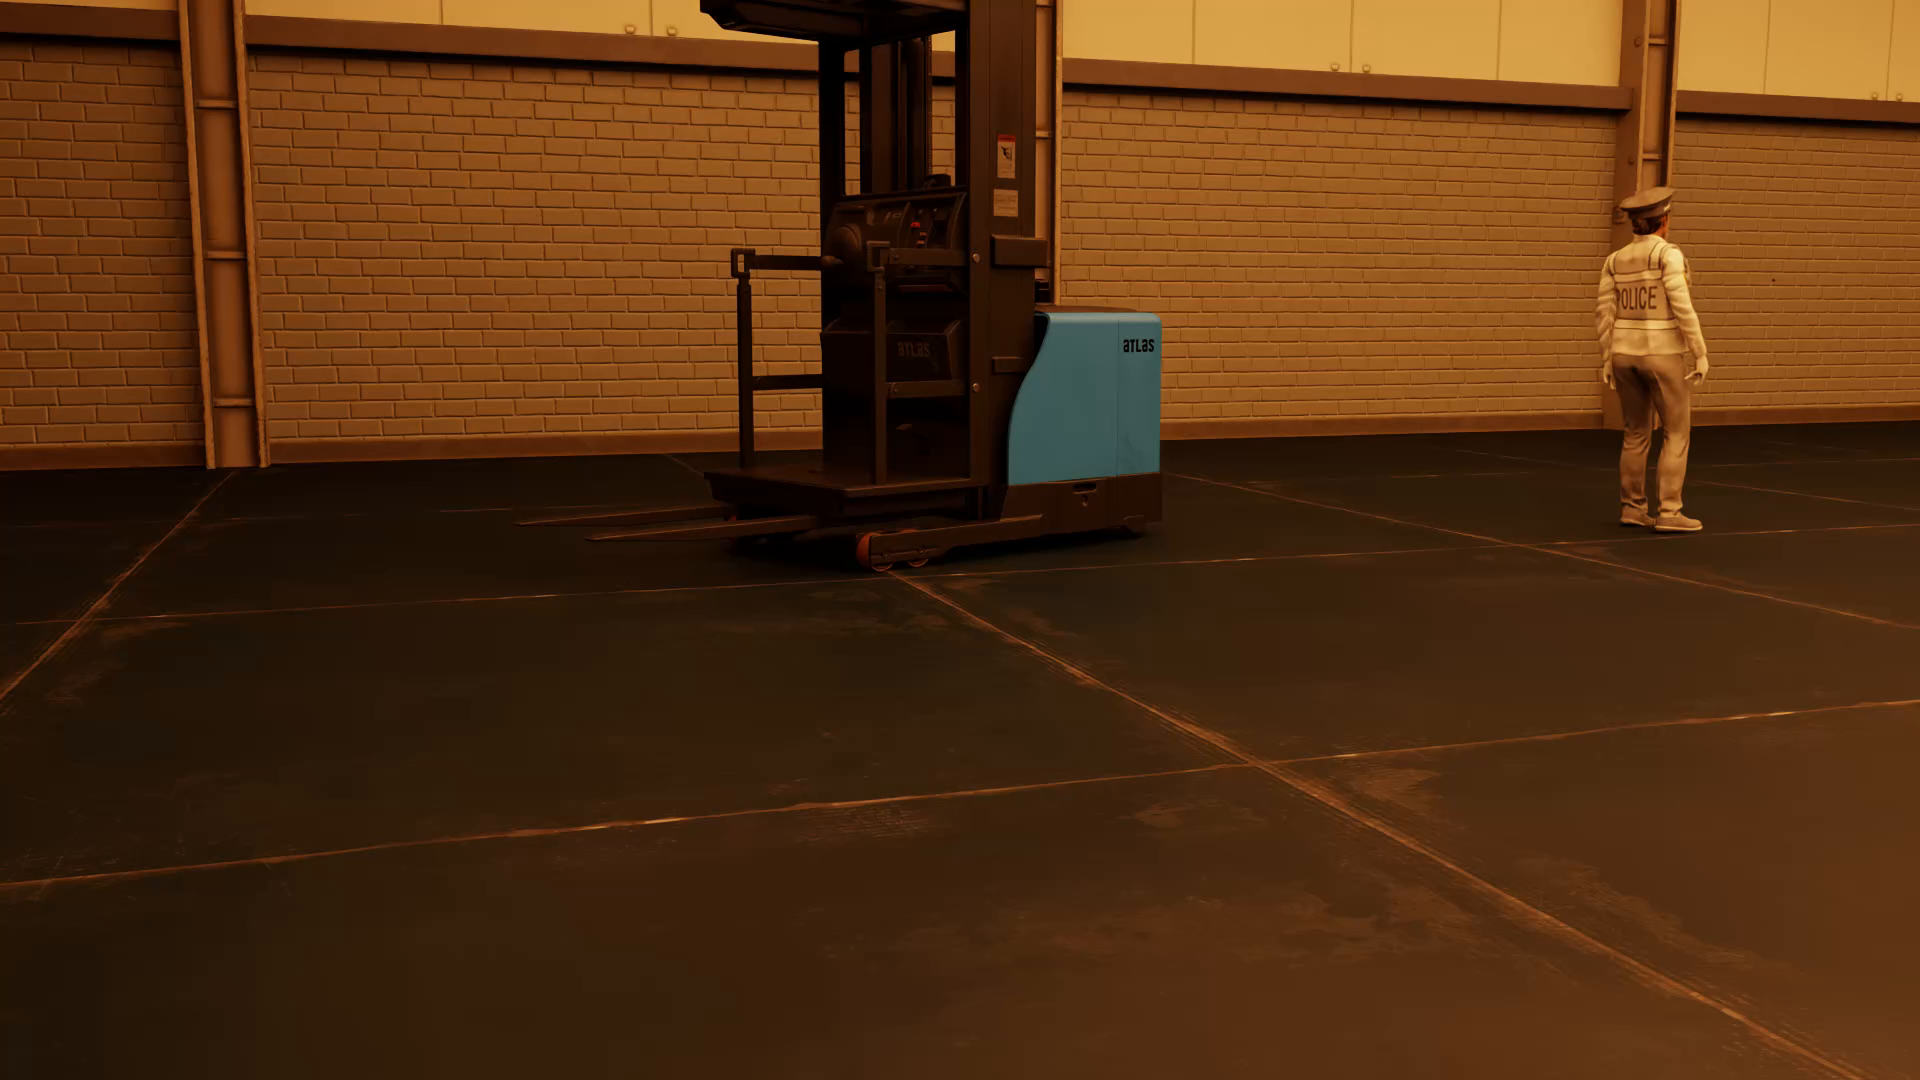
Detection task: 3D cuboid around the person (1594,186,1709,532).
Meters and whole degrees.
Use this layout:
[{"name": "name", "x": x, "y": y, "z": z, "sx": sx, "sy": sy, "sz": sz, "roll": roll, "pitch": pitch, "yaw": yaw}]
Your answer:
[{"name": "person", "x": 3.450, "y": -0.881, "z": 8.233, "sx": 0.450, "sy": 1.712, "sz": 0.568, "roll": -4, "pitch": 9, "yaw": -29}]

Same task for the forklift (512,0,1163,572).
[{"name": "forklift", "x": -0.461, "y": -1.399, "z": 7.333, "sx": 3.031, "sy": 2.935, "sz": 1.130, "roll": -7, "pitch": 10, "yaw": -40}]
